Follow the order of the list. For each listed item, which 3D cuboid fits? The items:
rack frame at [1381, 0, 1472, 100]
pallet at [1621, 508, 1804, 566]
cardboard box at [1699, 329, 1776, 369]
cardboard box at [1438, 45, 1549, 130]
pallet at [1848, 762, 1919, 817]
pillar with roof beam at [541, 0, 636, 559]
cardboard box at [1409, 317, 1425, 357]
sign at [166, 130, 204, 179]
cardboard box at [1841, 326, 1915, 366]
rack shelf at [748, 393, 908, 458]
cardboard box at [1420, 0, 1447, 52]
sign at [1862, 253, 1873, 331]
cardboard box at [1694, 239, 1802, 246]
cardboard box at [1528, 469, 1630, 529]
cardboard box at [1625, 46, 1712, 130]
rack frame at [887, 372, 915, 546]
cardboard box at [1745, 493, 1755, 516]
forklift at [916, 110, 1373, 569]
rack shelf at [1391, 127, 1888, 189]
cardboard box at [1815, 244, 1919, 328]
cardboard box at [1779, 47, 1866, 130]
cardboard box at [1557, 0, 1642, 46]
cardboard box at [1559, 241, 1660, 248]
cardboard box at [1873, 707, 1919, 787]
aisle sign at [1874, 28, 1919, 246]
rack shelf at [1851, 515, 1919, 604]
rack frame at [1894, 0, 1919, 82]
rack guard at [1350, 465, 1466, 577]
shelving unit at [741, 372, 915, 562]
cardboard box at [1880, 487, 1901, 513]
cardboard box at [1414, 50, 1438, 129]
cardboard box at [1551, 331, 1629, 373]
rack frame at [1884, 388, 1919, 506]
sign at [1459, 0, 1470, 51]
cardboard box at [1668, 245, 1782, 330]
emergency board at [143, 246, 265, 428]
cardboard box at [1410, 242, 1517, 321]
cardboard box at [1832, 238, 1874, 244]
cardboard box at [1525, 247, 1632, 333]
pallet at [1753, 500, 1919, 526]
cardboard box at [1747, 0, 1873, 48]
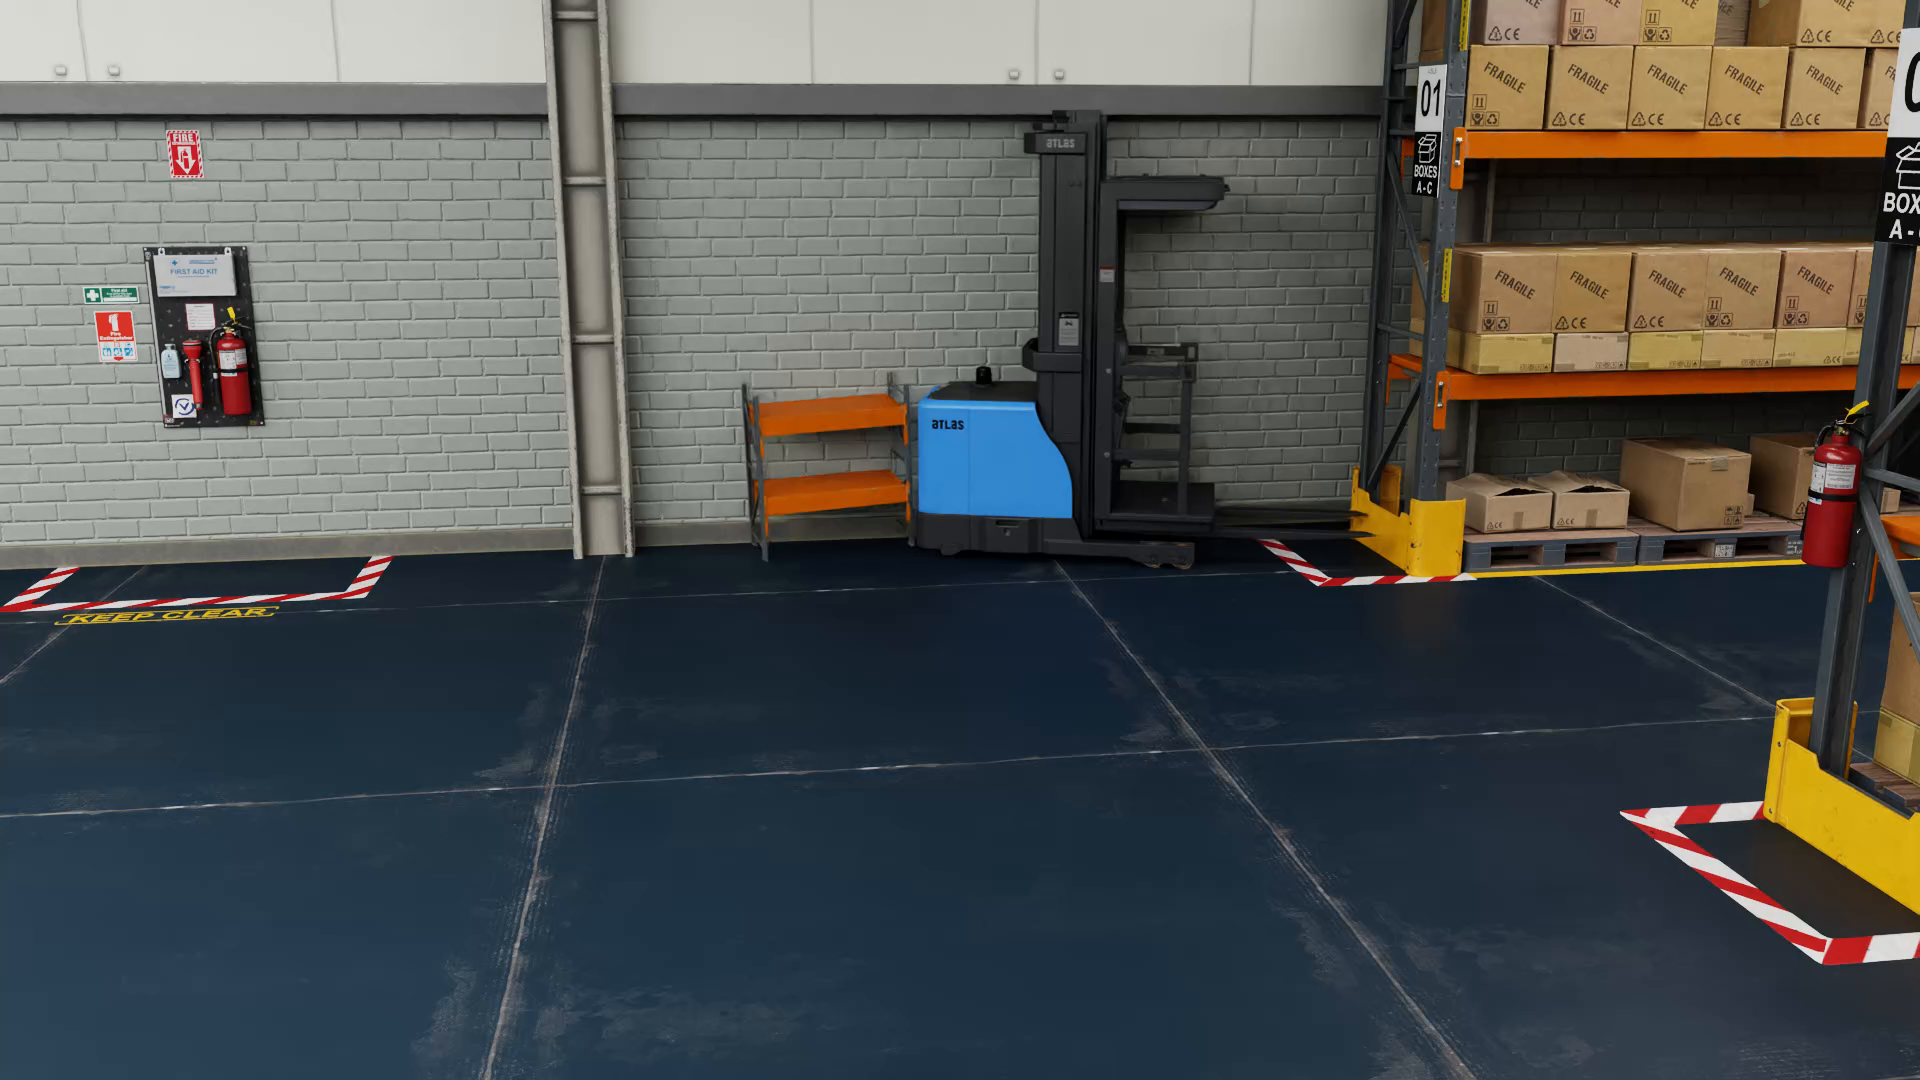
[{"bbox_3d":[2.941,-4.265,10.229,0.127,3.000,1.000,-2,14,-8],"label":"rack frame"},{"bbox_3d":[5.028,-0.070,11.566,1.213,0.211,1.003,-2,14,-8],"label":"pallet"},{"bbox_3d":[4.987,-1.290,10.968,0.500,0.250,0.500,-2,14,-8],"label":"cardboard box"},{"bbox_3d":[3.309,-2.820,10.388,0.500,0.500,0.500,-2,14,-7],"label":"cardboard box"},{"bbox_3d":[4.433,1.151,6.698,1.213,0.211,1.003,-2,14,-8],"label":"pallet"},{"bbox_3d":[-1.787,-3.245,6.164,0.400,9.000,9.100,-2,14,-8],"label":"pillar with roof beam"},{"bbox_3d":[3.374,-1.356,11.228,0.500,0.250,0.500,-2,14,-7],"label":"cardboard box"},{"bbox_3d":[-4.901,-2.439,10.515,0.199,0.298,0.001,-2,14,-8],"label":"sign"},{"bbox_3d":[5.979,-1.331,11.129,0.500,0.250,0.500,-2,14,-8],"label":"cardboard box"},{"bbox_3d":[-0.904,-0.791,11.248,1.000,0.278,0.538,-6,17,-16],"label":"rack shelf"},{"bbox_3d":[3.328,-3.432,10.771,0.500,0.500,0.500,-1,14,-6],"label":"cardboard box"},{"bbox_3d":[3.616,-0.971,6.561,0.005,0.325,0.100,-2,14,-8],"label":"sign"},{"bbox_3d":[5.395,-1.799,11.456,0.500,0.500,0.500,-2,14,-7],"label":"cardboard box"},{"bbox_3d":[4.202,-0.288,11.328,0.500,0.311,0.500,-1,14,-4],"label":"cardboard box"},{"bbox_3d":[4.358,-2.851,10.510,0.500,0.500,0.500,-1,14,-6],"label":"cardboard box"},{"bbox_3d":[-0.410,-0.564,11.468,0.032,1.125,0.500,-6,17,-16],"label":"rack frame"},{"bbox_3d":[5.312,-0.277,11.618,0.250,0.149,0.380,-3,14,-13],"label":"cardboard box"},{"bbox_3d":[1.266,-1.369,11.155,3.031,2.935,1.130,2,14,8],"label":"forklift"},{"bbox_3d":[4.919,-2.534,10.970,4.000,0.370,1.077,-2,14,-8],"label":"rack shelf"},{"bbox_3d":[5.982,-1.690,11.019,0.500,0.500,0.500,-2,14,-9],"label":"cardboard box"},{"bbox_3d":[5.390,-2.891,10.670,0.500,0.500,0.500,-3,14,-11],"label":"cardboard box"},{"bbox_3d":[3.862,-3.315,10.304,0.500,0.500,0.500,-2,14,-9],"label":"cardboard box"},{"bbox_3d":[4.385,-1.760,11.298,0.500,0.500,0.500,-2,14,-10],"label":"cardboard box"},{"bbox_3d":[4.169,0.876,6.852,0.500,0.250,0.500,-2,14,-8],"label":"cardboard box"},{"bbox_3d":[3.574,-1.493,6.164,0.004,0.787,0.394,-2,14,-8],"label":"aisle sign"},{"bbox_3d":[5.660,0.113,6.585,4.000,0.370,1.077,-2,14,-8],"label":"rack shelf"},{"bbox_3d":[3.683,-3.074,5.478,0.127,3.000,1.000,-2,14,-8],"label":"rack frame"},{"bbox_3d":[3.016,-0.145,11.274,0.348,0.500,1.175,-2,14,-8],"label":"rack guard"},{"bbox_3d":[-0.896,-0.511,11.331,1.048,1.125,0.538,-6,17,-16],"label":"shelving unit"},{"bbox_3d":[6.372,-0.313,11.722,0.250,0.166,0.380,-4,15,-16],"label":"cardboard box"},{"bbox_3d":[3.316,-2.944,10.883,0.500,0.500,0.500,-1,14,-4],"label":"cardboard box"},{"bbox_3d":[3.982,-1.256,10.829,0.500,0.250,0.500,-3,14,-10],"label":"cardboard box"},{"bbox_3d":[6.896,-1.500,11.537,0.127,3.000,1.000,-2,14,-8],"label":"rack frame"},{"bbox_3d":[3.022,-3.103,9.967,0.005,0.325,0.100,-2,14,-8],"label":"sign"},{"bbox_3d":[4.969,-1.655,10.881,0.500,0.500,0.500,-2,14,-7],"label":"cardboard box"},{"bbox_3d":[-4.878,-1.291,10.702,0.643,1.169,0.194,-2,14,-8],"label":"emergency board"},{"bbox_3d":[3.375,-1.724,11.155,0.500,0.500,0.500,-2,14,-9],"label":"cardboard box"},{"bbox_3d":[6.400,-1.834,11.594,0.500,0.500,0.500,-2,14,-10],"label":"cardboard box"},{"bbox_3d":[3.948,-1.616,10.726,0.500,0.500,0.500,-2,14,-8],"label":"cardboard box"},{"bbox_3d":[6.237,-0.115,11.745,1.213,0.211,1.003,-2,14,-8],"label":"pallet"},{"bbox_3d":[5.386,-3.371,10.528,0.500,0.500,0.500,-3,14,-10],"label":"cardboard box"}]
